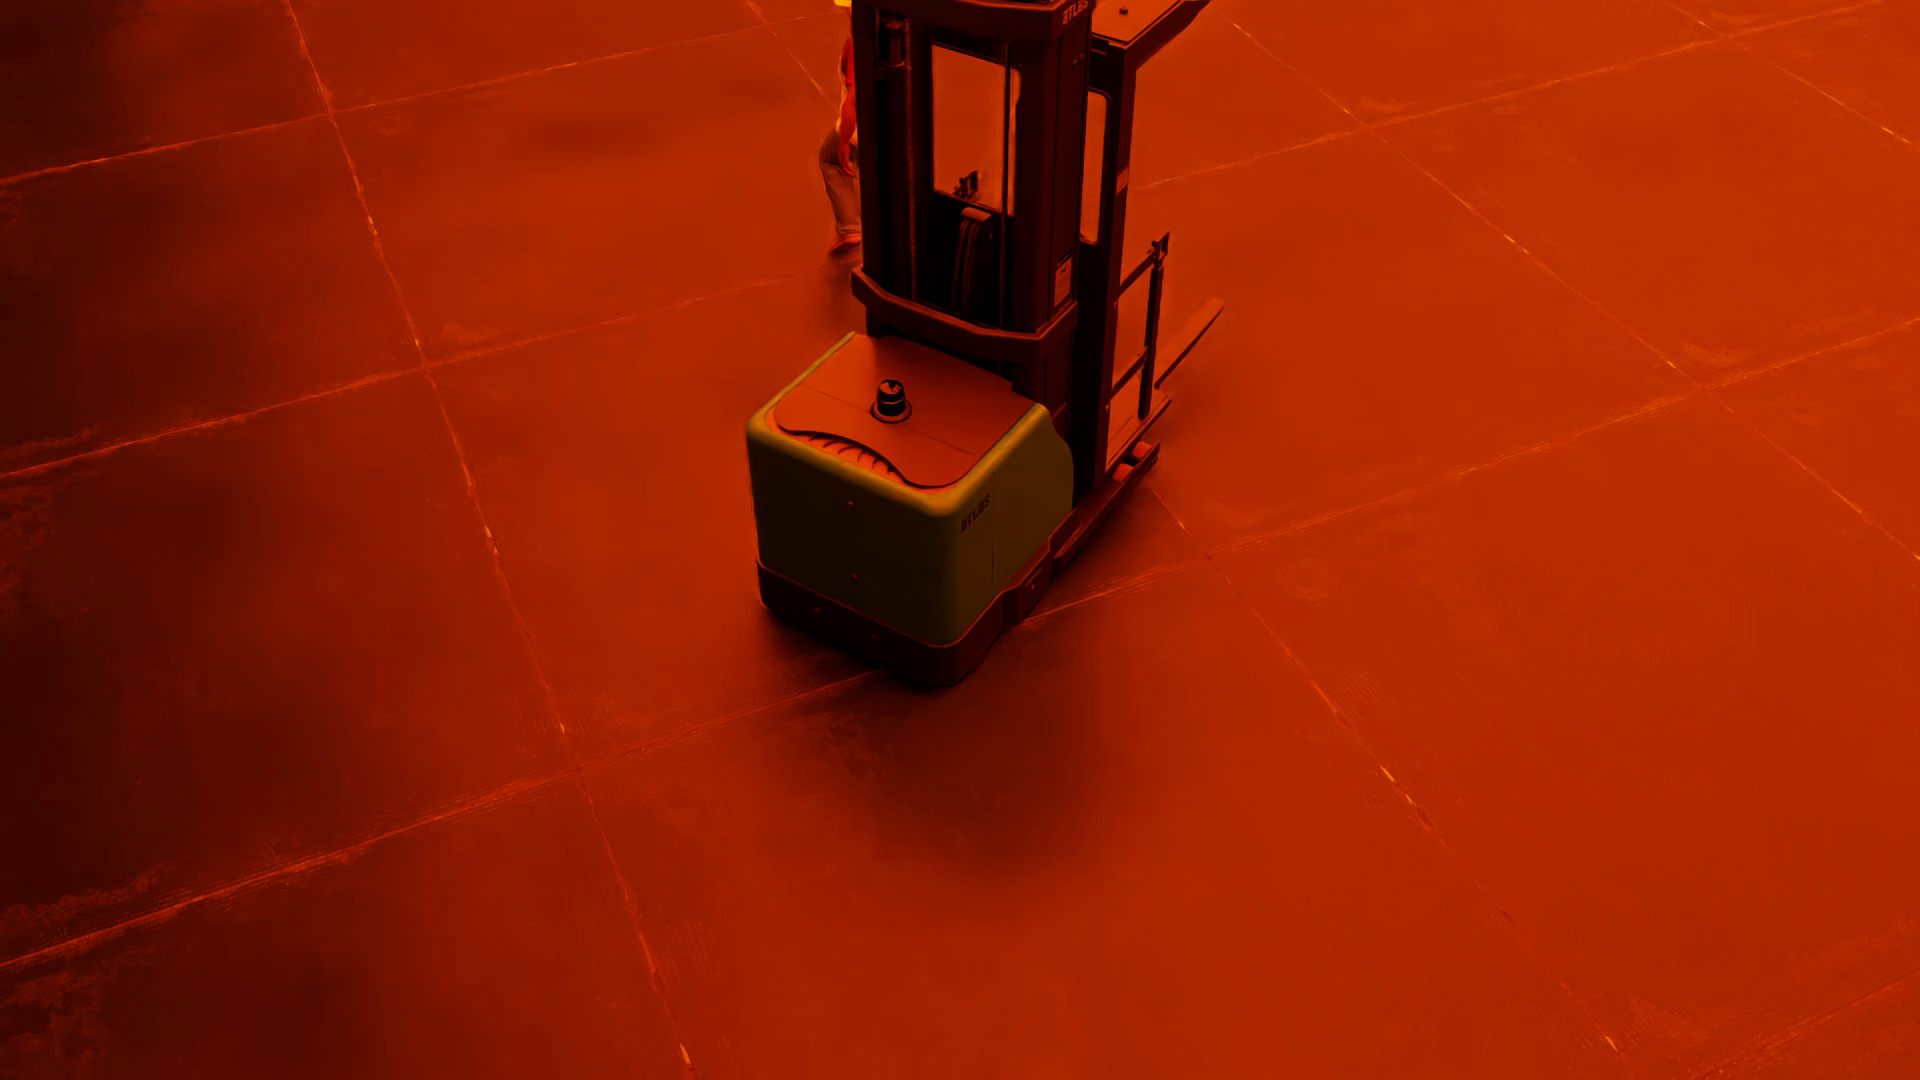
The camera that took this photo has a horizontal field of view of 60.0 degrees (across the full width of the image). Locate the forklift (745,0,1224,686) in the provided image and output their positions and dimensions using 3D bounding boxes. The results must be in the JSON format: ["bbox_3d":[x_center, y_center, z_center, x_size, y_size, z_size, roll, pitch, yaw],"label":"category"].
[{"bbox_3d":[0.318,-1.434,7.217,1.130,2.935,3.031,23,48,23],"label":"forklift"}]

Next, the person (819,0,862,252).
[{"bbox_3d":[-0.480,-2.264,9.037,0.753,1.712,0.753,-24,48,-23],"label":"person"}]
